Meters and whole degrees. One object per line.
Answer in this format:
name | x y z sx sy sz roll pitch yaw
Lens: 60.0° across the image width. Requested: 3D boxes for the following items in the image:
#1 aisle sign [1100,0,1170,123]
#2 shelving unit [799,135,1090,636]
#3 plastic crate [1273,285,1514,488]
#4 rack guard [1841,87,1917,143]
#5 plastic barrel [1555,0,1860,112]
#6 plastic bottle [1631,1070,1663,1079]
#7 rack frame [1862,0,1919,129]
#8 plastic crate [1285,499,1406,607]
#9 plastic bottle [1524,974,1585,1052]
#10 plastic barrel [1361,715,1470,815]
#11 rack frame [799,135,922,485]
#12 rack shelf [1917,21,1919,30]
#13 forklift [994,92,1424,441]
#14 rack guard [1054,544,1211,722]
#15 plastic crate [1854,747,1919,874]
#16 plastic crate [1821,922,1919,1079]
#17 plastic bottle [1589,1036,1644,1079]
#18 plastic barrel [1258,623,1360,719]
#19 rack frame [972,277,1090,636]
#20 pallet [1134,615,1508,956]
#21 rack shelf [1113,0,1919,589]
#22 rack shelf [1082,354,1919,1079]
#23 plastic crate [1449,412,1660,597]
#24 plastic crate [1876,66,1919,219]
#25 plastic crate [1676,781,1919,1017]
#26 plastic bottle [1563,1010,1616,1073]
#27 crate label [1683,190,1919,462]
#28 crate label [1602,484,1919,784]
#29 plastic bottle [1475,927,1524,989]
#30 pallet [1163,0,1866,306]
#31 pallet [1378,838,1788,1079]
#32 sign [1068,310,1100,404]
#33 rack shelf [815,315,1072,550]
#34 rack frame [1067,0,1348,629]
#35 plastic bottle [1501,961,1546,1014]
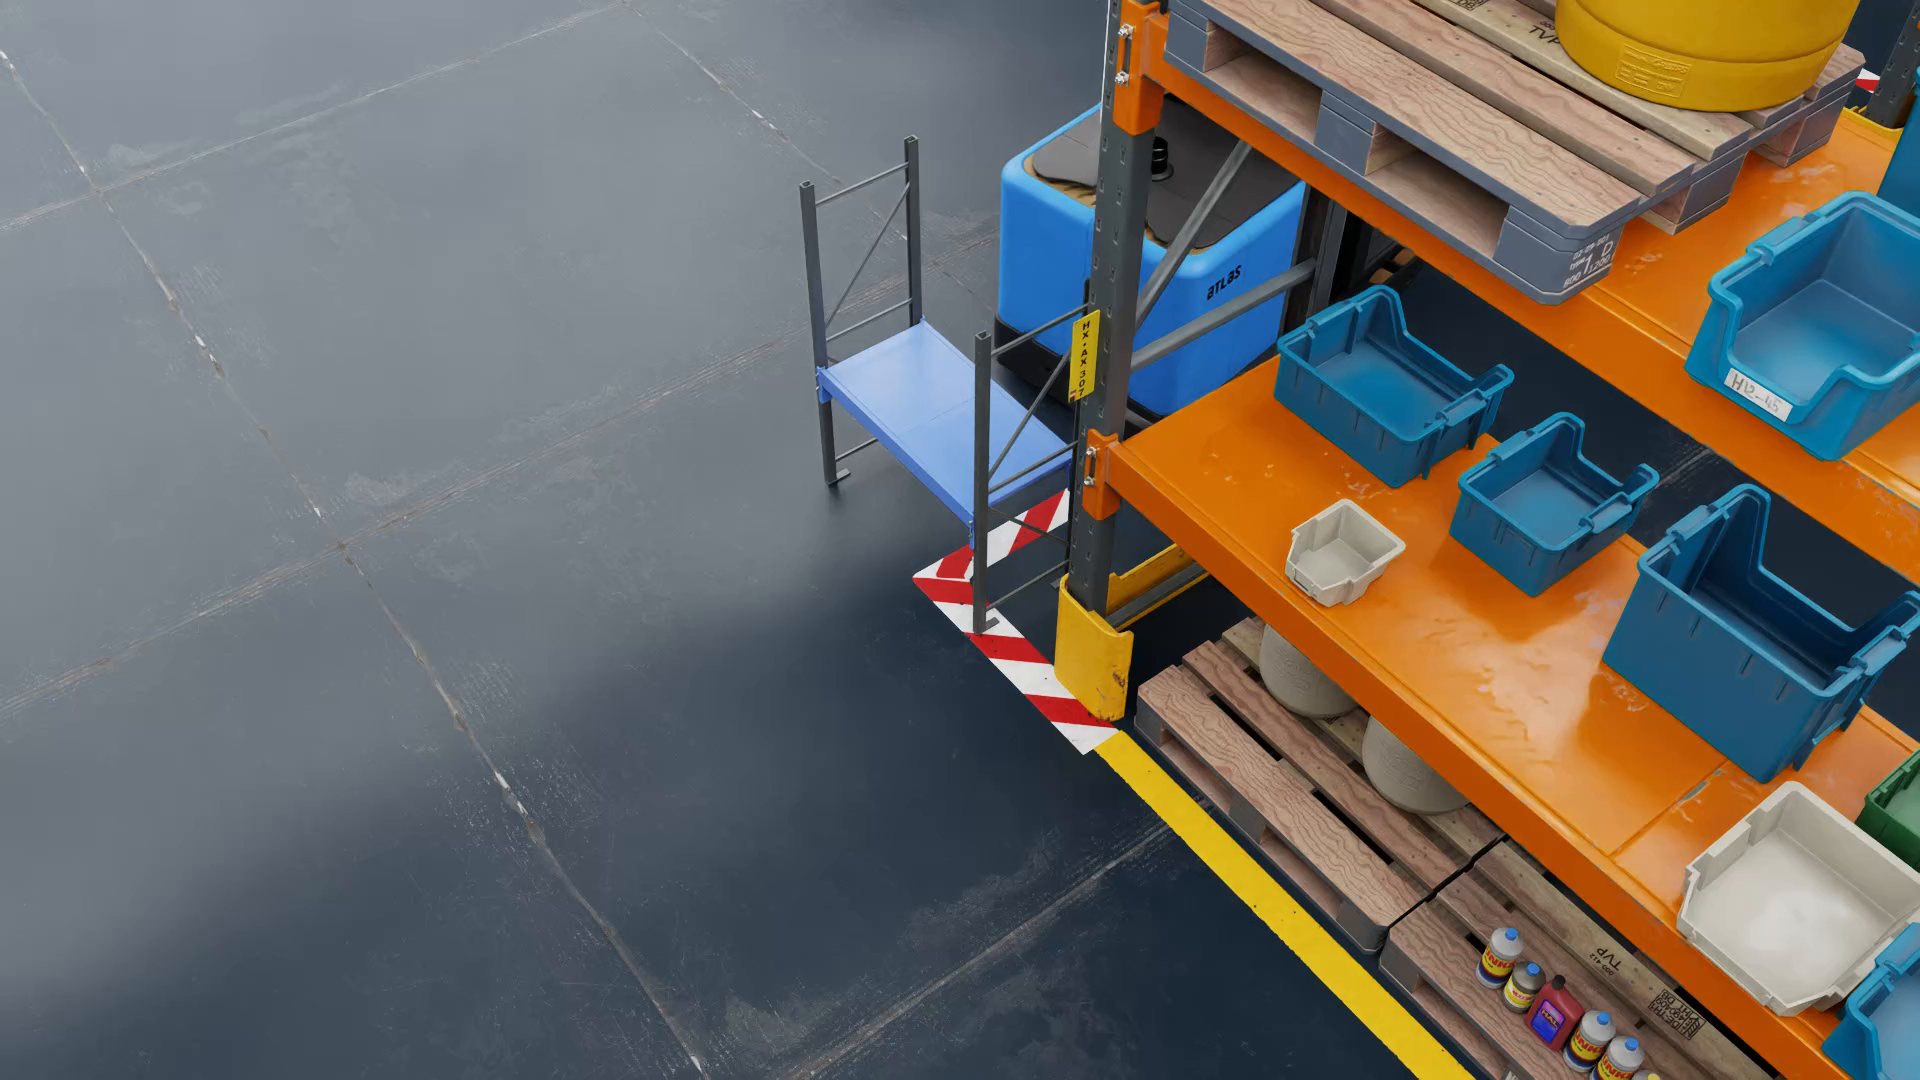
aisle sign | 0.539 -1.488 4.319 0.394 0.787 0.004 -29 54 -24
shelving unit | -0.052 -0.554 6.239 0.538 1.500 1.048 -29 54 -24
plastic crate | 1.357 -0.493 5.272 0.499 0.251 0.616 -29 54 -24
rack guard | 4.746 -2.098 8.314 1.175 0.500 0.348 -29 54 -24
plastic barrel | 1.607 -1.301 3.468 0.600 0.588 0.600 0 48 0
plastic bottle | 1.994 1.616 4.851 0.097 0.201 0.097 0 48 0
rack frame | 4.760 -2.924 7.375 1.000 3.000 0.127 -29 54 -24
plastic crate | 1.102 0.057 4.851 0.298 0.136 0.250 -29 54 -24
plastic bottle | 1.788 1.411 4.981 0.061 0.283 0.133 -29 54 -23
plastic barrel | 1.579 0.640 5.540 0.421 0.512 0.421 0 48 0
rack frame | -0.359 -0.854 6.511 0.500 1.500 0.032 -29 54 -24
rack shelf | 5.971 -1.503 6.572 1.077 0.370 4.000 -29 54 -24
forklift | 1.527 -2.314 6.868 1.130 2.935 3.031 35 57 27
rack guard | 0.899 0.159 6.267 1.175 0.500 0.348 -29 54 -24
plastic crate | 2.641 0.799 4.143 0.450 0.188 0.662 -29 54 -24
plastic crate | 2.352 1.174 3.761 0.499 0.251 0.616 -29 54 -24
plastic bottle | 1.934 1.535 4.878 0.097 0.271 0.097 0 48 0
plastic barrel | 1.275 0.344 5.808 0.421 0.512 0.421 0 48 0
rack frame | 0.256 -0.254 5.967 0.500 1.500 0.032 -29 54 -24
pallet | 1.387 0.738 5.938 1.003 0.211 1.213 -29 54 -24
rack shelf | 2.027 -0.291 3.449 1.077 0.370 4.000 -29 54 -24
rack shelf | 2.027 0.717 4.560 1.077 0.370 4.000 -29 54 -24
plastic crate | 1.746 -0.108 4.922 0.499 0.251 0.408 -29 54 -24
plastic crate | 2.210 -0.717 3.360 0.392 0.384 0.575 -29 54 -24
plastic crate | 2.053 0.899 4.087 0.530 0.136 0.437 -29 54 -24
plastic bottle | 1.873 1.476 4.931 0.097 0.271 0.097 0 48 0
crate label | 1.686 -0.410 3.171 0.502 0.251 0.408 -29 54 -24
crate label | 2.146 0.248 4.475 0.502 0.435 0.616 -29 54 -24
plastic bottle | 1.666 1.273 5.114 0.097 0.271 0.097 0 48 0
pallet | 1.239 -1.116 3.839 1.003 0.211 1.213 -29 54 -24
pallet | 2.121 1.457 5.286 1.003 0.211 1.213 -29 54 -24
sign | 0.375 -0.553 5.038 0.100 0.325 0.005 -29 54 -24
rack shelf | -0.052 -0.433 6.372 0.538 0.185 1.000 -29 54 -24
rack frame | 0.816 -0.704 5.362 1.000 3.000 0.127 -29 54 -24
plastic bottle | 1.728 1.358 5.085 0.097 0.201 0.097 0 48 0
